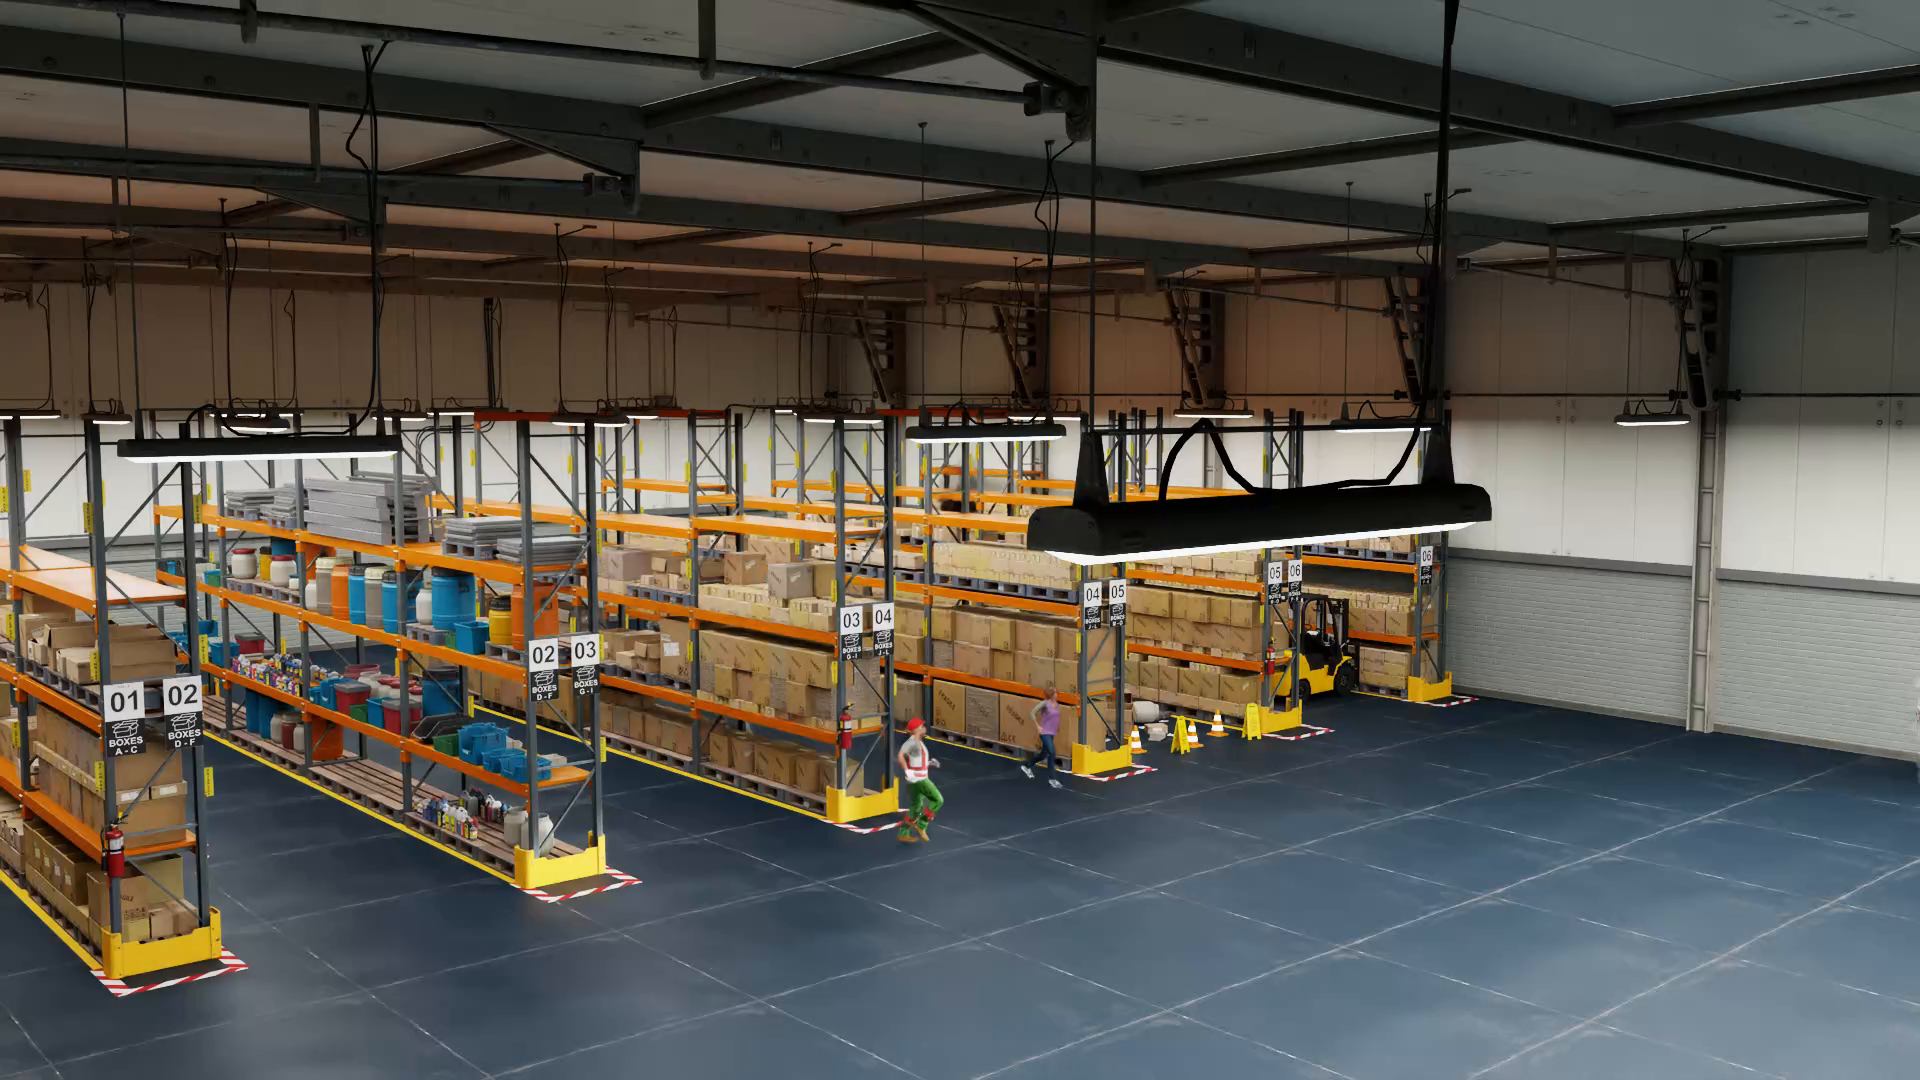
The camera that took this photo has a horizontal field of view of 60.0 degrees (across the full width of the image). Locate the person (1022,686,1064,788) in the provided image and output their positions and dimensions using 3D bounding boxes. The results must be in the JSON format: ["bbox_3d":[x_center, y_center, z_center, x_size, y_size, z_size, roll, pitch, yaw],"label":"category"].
[{"bbox_3d":[1.398,3.171,27.063,0.831,1.600,0.572,3,6,33],"label":"person"}]

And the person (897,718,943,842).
[{"bbox_3d":[-0.571,3.380,23.503,0.649,1.731,0.689,0,5,-5],"label":"person"}]

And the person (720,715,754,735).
[{"bbox_3d":[-4.205,2.723,30.985,0.813,1.839,0.660,5,7,43],"label":"person"}]

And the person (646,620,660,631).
[{"bbox_3d":[-7.752,1.747,42.108,0.953,1.790,0.670,-4,7,-40],"label":"person"}]
